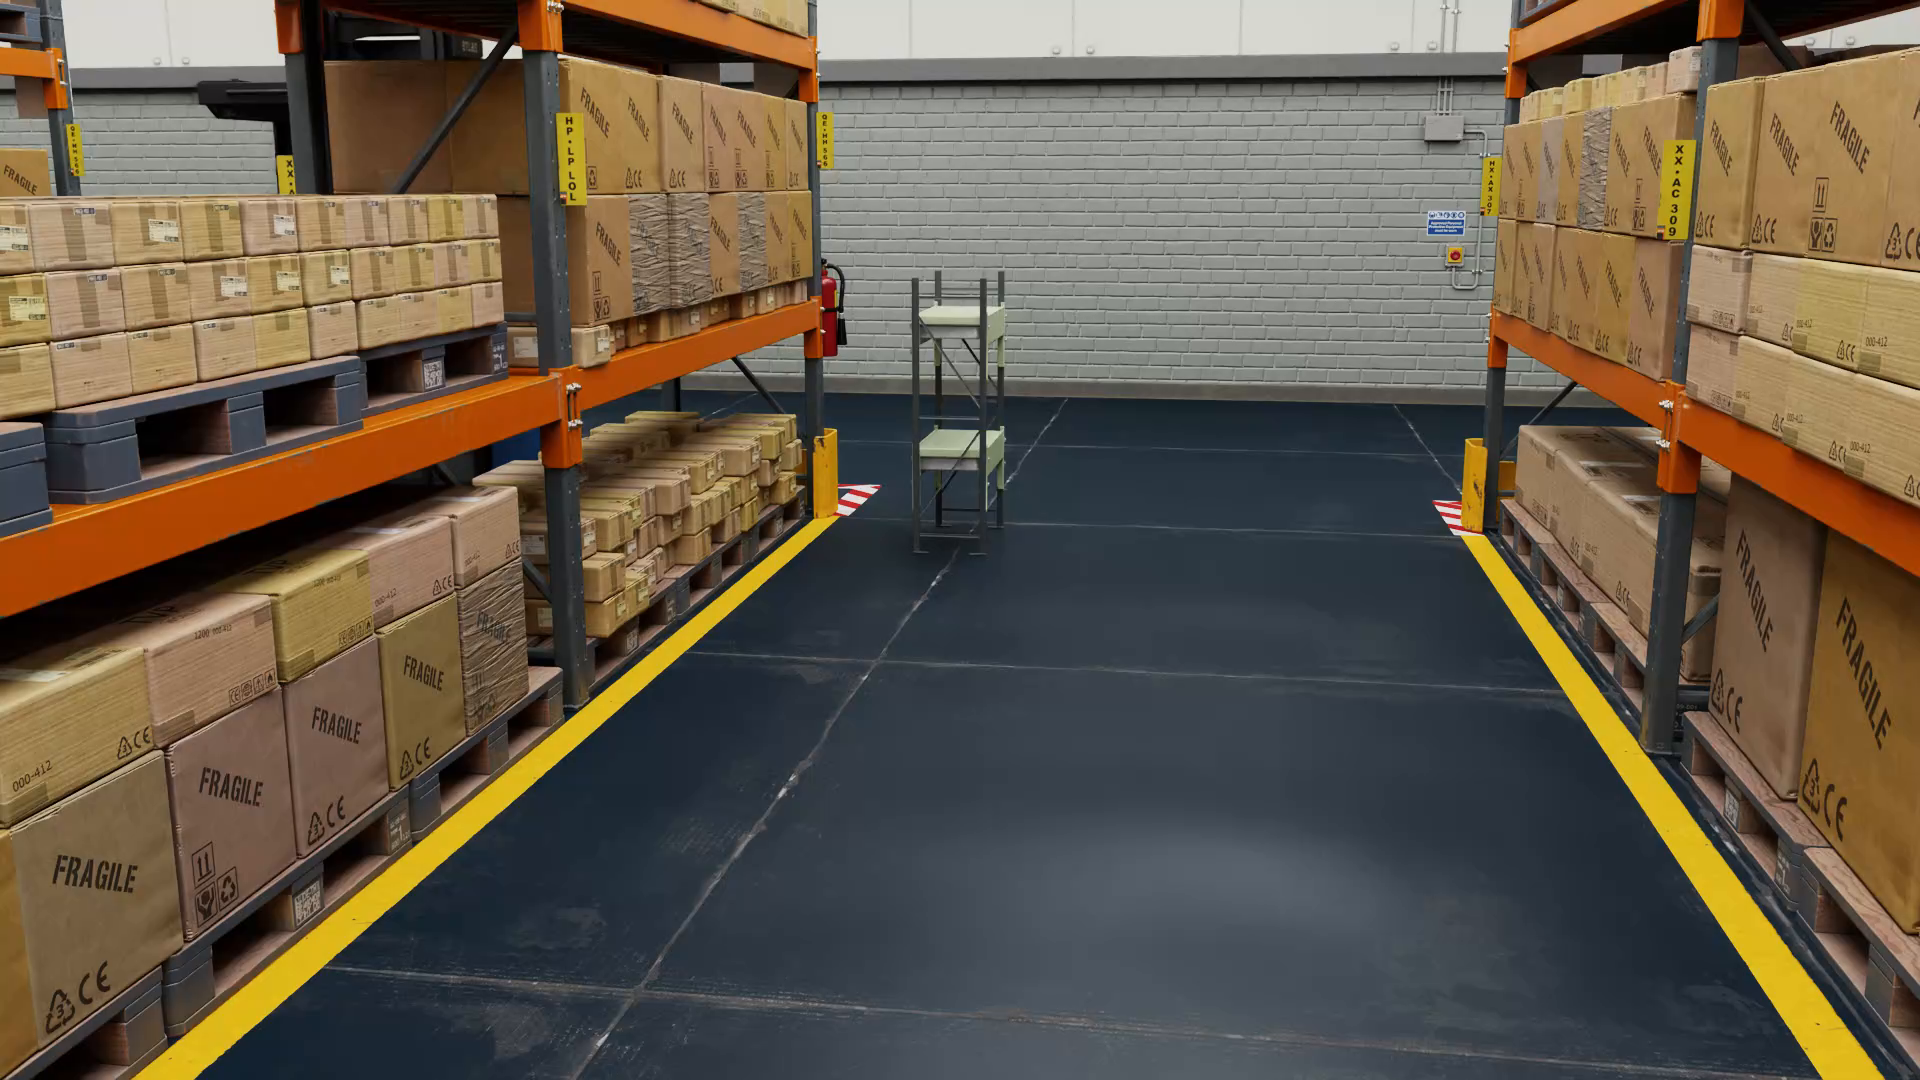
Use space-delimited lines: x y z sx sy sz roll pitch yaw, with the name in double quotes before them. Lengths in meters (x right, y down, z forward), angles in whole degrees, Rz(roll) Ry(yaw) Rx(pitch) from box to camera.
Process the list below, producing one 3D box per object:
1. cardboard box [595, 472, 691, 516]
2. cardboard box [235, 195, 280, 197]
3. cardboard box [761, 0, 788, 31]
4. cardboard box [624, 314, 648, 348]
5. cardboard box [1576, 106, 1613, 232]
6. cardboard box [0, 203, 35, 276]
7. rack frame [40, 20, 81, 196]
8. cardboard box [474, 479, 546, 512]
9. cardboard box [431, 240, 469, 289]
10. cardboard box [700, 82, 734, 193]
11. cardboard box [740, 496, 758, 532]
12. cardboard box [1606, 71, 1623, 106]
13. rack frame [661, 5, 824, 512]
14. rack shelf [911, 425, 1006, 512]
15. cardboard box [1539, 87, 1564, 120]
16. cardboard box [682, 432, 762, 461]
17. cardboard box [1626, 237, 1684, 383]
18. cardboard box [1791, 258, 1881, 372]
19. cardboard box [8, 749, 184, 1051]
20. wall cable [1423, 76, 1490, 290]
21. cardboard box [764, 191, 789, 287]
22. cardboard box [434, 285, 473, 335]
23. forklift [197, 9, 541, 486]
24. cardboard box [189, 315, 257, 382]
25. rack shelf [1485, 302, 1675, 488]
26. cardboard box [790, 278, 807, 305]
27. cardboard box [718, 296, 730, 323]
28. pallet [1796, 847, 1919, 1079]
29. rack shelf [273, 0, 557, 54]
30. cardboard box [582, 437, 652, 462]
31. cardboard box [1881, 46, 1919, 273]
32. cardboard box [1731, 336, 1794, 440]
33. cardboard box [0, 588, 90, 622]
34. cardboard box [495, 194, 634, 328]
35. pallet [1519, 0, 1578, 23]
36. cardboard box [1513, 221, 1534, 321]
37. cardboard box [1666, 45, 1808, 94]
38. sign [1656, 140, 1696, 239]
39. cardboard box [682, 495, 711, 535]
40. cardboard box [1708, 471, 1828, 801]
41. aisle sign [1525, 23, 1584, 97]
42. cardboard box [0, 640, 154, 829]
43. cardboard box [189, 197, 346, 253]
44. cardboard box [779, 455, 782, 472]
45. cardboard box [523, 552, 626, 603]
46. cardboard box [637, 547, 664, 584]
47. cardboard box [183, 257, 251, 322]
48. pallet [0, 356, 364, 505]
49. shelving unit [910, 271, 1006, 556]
"cardboard box" -1.472 -0.215 7.730 0.380 0.149 0.250 2 12 10
"cardboard box" -2.510 -1.081 5.575 0.380 0.149 0.250 2 12 10
"cardboard box" -1.223 -2.849 8.828 0.500 0.250 0.500 2 12 9
"cardboard box" -1.589 -0.928 7.276 0.380 0.149 0.250 1 12 6
"cardboard box" 2.903 -1.550 6.954 0.500 0.500 0.500 2 12 9
"cardboard box" -2.189 -0.625 3.463 0.380 0.149 0.250 1 12 6
"rack frame" -6.229 -1.847 10.945 1.000 3.000 0.127 2 12 9
"cardboard box" -2.013 -0.176 7.547 0.380 0.149 0.250 2 12 11
"cardboard box" -1.864 -0.917 5.520 0.380 0.149 0.250 2 12 9
"cardboard box" -1.395 -1.921 7.970 0.500 0.500 0.500 1 12 7
"cardboard box" -1.286 -0.145 8.815 0.380 0.149 0.250 1 12 6
"cardboard box" 2.940 -1.887 6.977 0.380 0.149 0.250 2 12 7
"rack frame" -1.343 -1.665 10.101 1.000 3.000 0.127 2 12 9
"rack shelf" -0.001 -0.413 9.398 0.431 0.370 0.720 2 12 9
"cardboard box" 3.089 -2.153 8.215 0.380 0.149 0.250 1 12 7
"cardboard box" -1.286 -0.489 9.001 0.380 0.149 0.250 1 12 6
"cardboard box" 2.767 -0.847 6.067 0.500 0.500 0.500 2 12 9
"cardboard box" 2.446 -0.568 4.180 0.500 0.250 0.500 2 12 9
"cardboard box" -2.139 0.773 3.724 0.500 0.500 0.500 2 12 9
"wall cable" 4.408 -3.213 14.794 0.585 1.953 0.123 2 12 9
"cardboard box" -1.242 -1.651 9.090 0.500 0.500 0.500 2 12 8
"cardboard box" -1.863 -0.772 5.555 0.380 0.149 0.250 2 12 9
"forklift" -3.270 -1.390 8.987 1.130 2.935 3.031 2 12 11
"cardboard box" -2.062 -0.499 4.290 0.380 0.149 0.250 1 12 7
"rack shelf" 3.256 -0.758 7.599 1.077 0.370 4.000 2 12 9
"cardboard box" -1.114 -1.466 9.770 0.380 0.149 0.250 2 12 9
"cardboard box" -1.399 -1.200 8.539 0.380 0.149 0.250 1 12 6
"pallet" 2.719 1.087 3.946 1.003 0.211 1.213 2 12 9
"rack shelf" -2.266 -1.531 4.065 1.077 0.370 4.000 2 12 9
"cardboard box" -1.857 -0.449 8.813 0.380 0.149 0.250 2 12 11
"cardboard box" 2.393 -0.830 3.613 0.500 0.500 0.500 2 12 8
"cardboard box" 2.542 -0.429 4.721 0.500 0.250 0.500 2 12 7
"cardboard box" -2.567 0.288 4.192 0.500 0.250 0.500 2 12 10
"cardboard box" -1.633 -1.122 6.636 0.500 0.500 0.500 2 12 8
"pallet" 3.460 -2.794 8.430 1.003 0.211 1.213 2 12 9
"cardboard box" 3.156 -1.378 8.531 0.500 0.500 0.500 2 12 8
"cardboard box" 2.681 -1.623 5.752 0.380 0.149 0.250 2 12 7
"sign" 2.400 -1.173 5.573 0.100 0.325 0.005 2 12 9
"cardboard box" -1.423 -0.125 8.020 0.380 0.149 0.250 2 12 8
"cardboard box" 2.932 0.272 5.160 0.875 0.875 0.875 2 12 10
"aisle sign" 3.288 -2.821 9.294 0.394 0.787 0.004 2 12 9
"cardboard box" -2.150 0.409 3.633 0.500 0.250 0.500 2 12 8
"cardboard box" -1.991 -0.901 4.740 0.380 0.149 0.250 1 12 7
"cardboard box" -1.236 -0.451 9.529 0.380 0.149 0.250 2 12 7
"cardboard box" -1.586 0.145 6.764 0.380 0.149 0.250 2 12 11
"cardboard box" -1.567 0.127 7.555 0.380 0.149 0.250 2 12 7
"cardboard box" -2.067 -0.647 4.267 0.380 0.149 0.250 2 12 11
"pallet" -2.310 -0.320 4.312 1.003 0.211 1.213 2 12 9
"shelving unit" -0.001 -0.732 9.329 0.431 1.500 0.755 2 12 9
